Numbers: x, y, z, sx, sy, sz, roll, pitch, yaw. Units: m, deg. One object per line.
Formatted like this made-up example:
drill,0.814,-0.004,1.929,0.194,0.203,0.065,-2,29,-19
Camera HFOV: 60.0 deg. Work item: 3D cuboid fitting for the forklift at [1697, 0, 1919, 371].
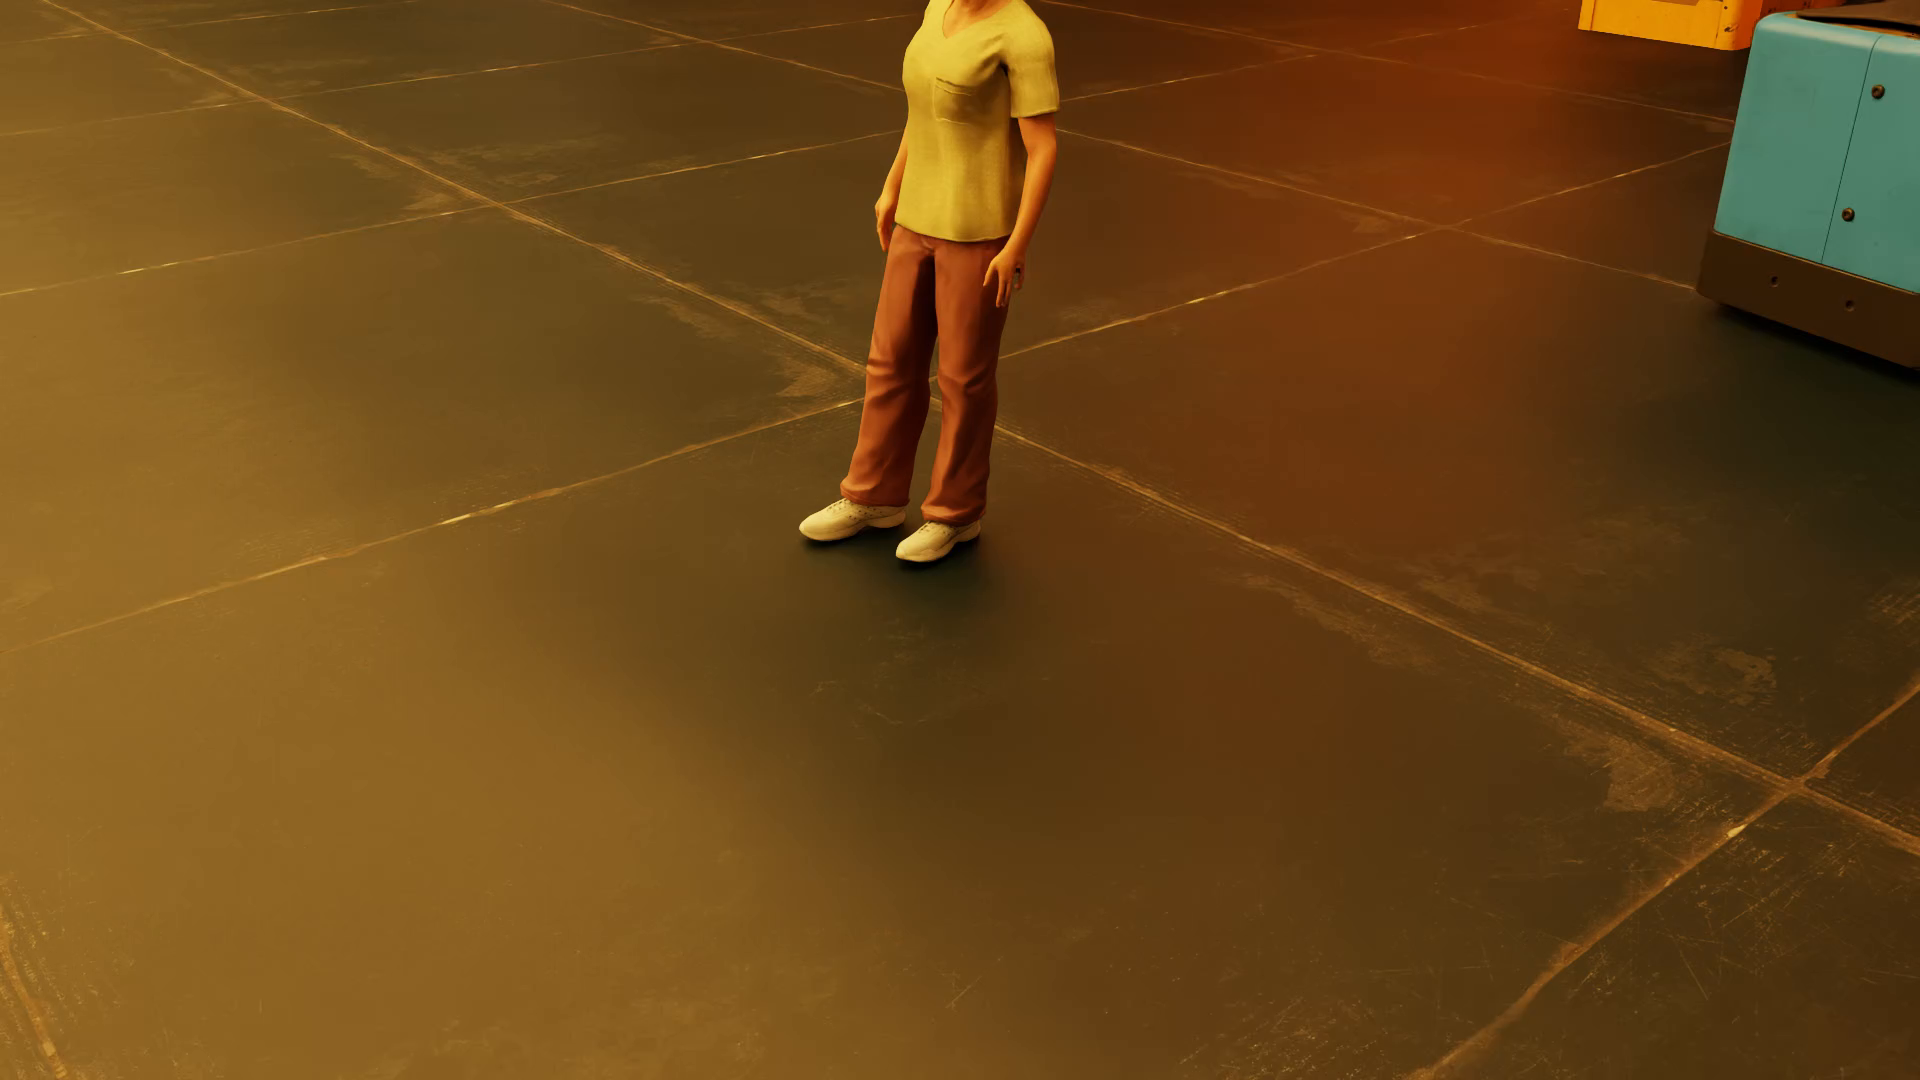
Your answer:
forklift,4.302,-2.277,5.794,3.031,2.935,1.130,-12,29,-23

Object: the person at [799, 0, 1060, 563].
person,-0.065,-0.740,4.091,0.548,1.673,0.553,-20,33,-35
